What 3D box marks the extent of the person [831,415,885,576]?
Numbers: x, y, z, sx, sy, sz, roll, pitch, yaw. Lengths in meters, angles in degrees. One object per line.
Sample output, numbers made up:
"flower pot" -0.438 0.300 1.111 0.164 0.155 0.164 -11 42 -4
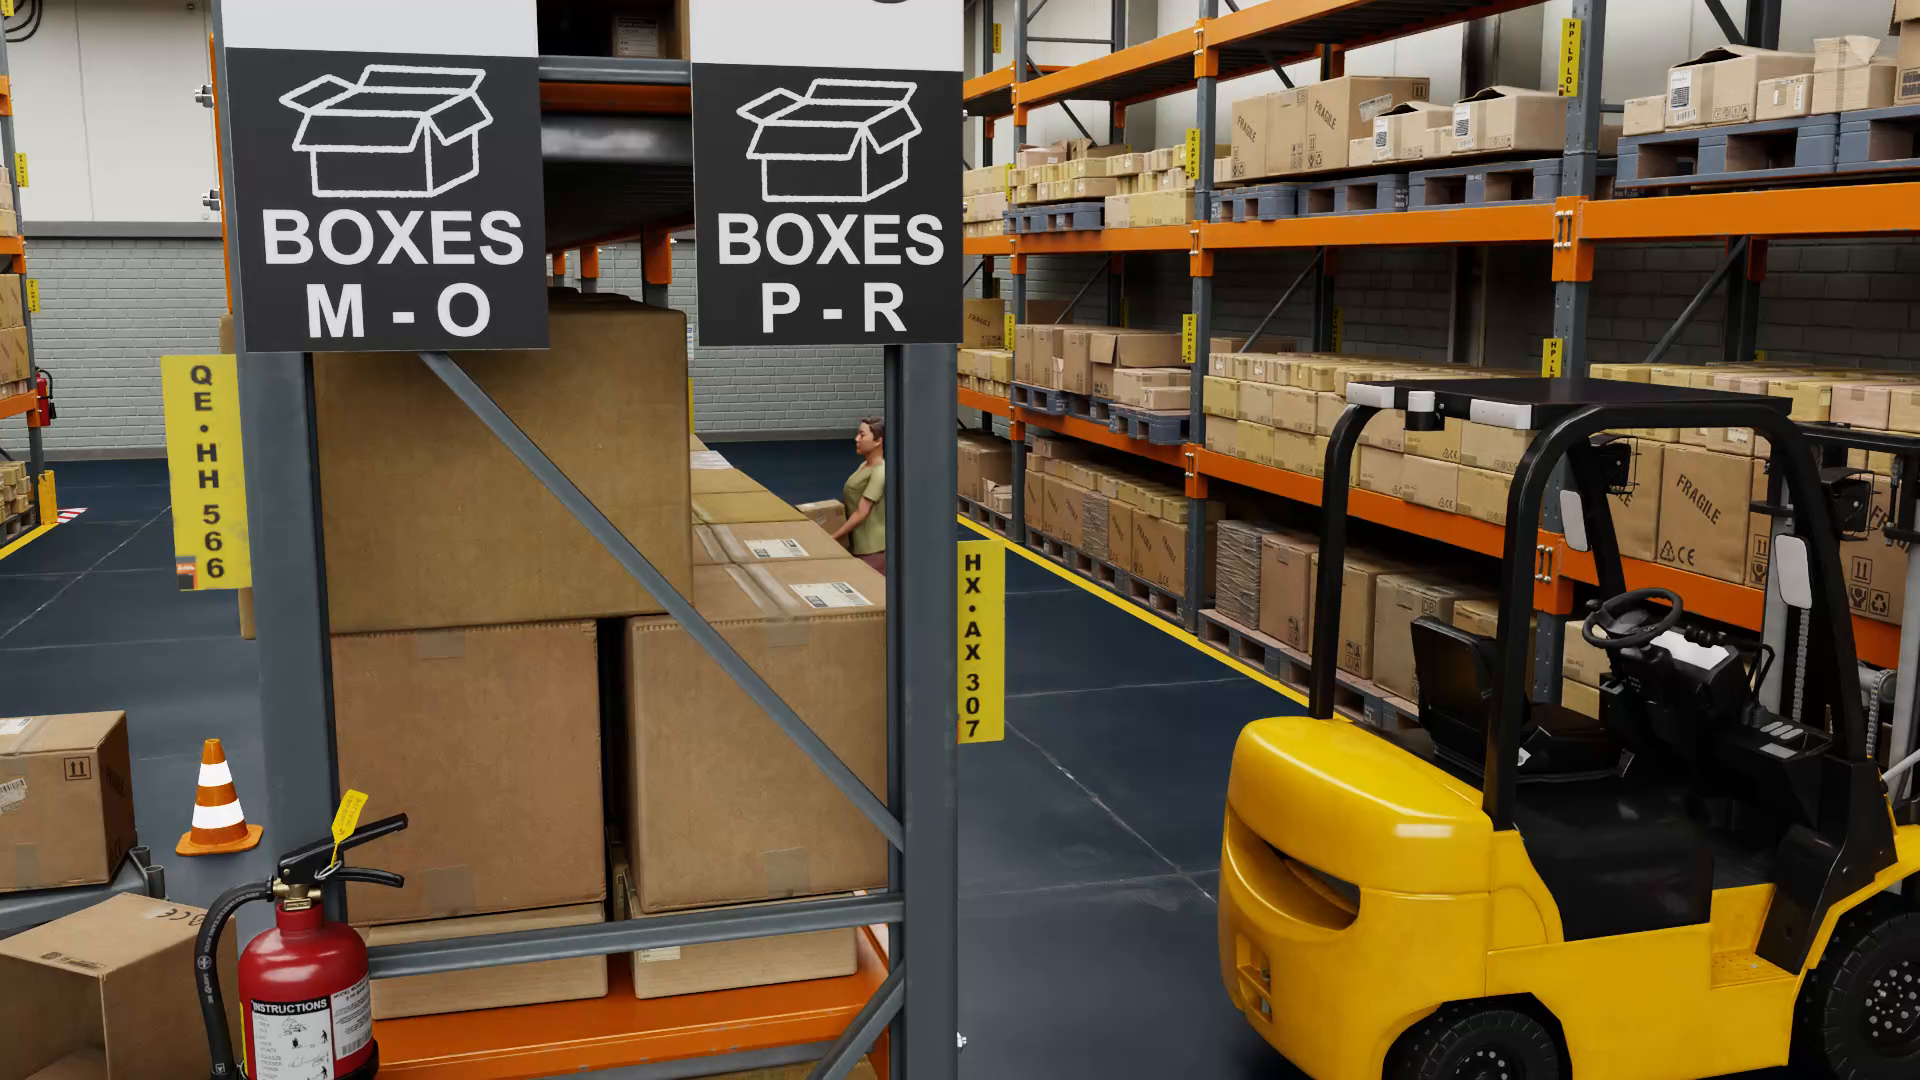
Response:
"person" -0.620 0.090 9.872 0.556 1.665 0.425 -3 10 -15
